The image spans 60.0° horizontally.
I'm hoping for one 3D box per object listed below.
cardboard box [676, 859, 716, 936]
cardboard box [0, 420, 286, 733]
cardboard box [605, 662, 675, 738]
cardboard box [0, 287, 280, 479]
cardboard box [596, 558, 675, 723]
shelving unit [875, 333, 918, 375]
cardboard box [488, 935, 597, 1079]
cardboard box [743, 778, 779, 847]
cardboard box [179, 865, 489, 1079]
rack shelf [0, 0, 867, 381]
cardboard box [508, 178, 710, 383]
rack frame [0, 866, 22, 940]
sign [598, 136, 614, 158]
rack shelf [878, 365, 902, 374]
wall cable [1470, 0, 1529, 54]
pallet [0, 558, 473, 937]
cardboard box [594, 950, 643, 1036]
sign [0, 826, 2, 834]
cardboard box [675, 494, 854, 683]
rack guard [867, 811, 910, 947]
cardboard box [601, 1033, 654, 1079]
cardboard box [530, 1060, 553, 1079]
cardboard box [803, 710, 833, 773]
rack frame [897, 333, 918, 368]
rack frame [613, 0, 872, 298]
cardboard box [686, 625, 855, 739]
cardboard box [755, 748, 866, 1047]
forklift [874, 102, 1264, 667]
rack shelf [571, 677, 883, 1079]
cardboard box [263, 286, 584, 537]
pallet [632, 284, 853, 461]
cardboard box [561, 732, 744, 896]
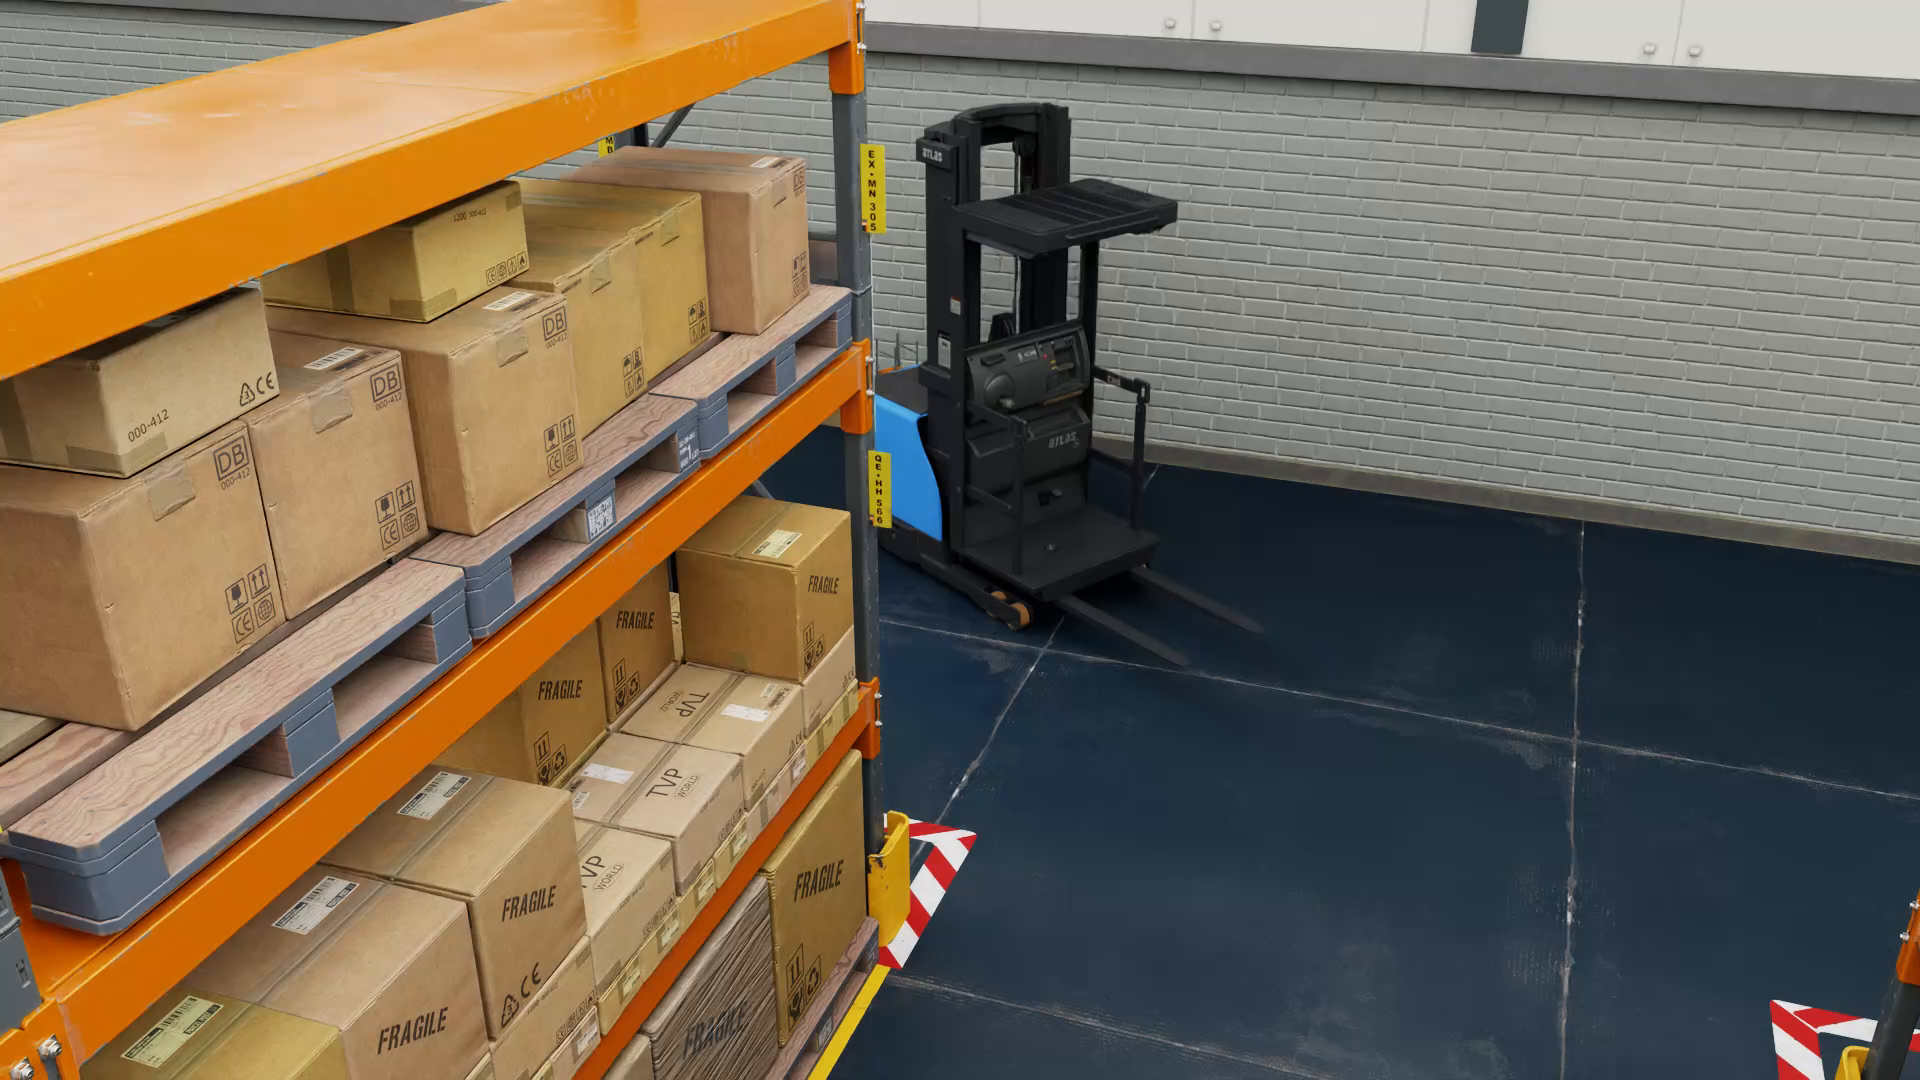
[{"bbox_3d":[-1.061,1.176,5.666,0.380,0.149,0.250,9,27,18],"label":"cardboard box"},{"bbox_3d":[-1.956,0.027,3.598,0.700,0.500,0.500,7,27,14],"label":"cardboard box"},{"bbox_3d":[-1.410,0.649,6.298,0.500,0.250,0.500,8,27,17],"label":"cardboard box"},{"bbox_3d":[-1.840,-0.366,3.549,0.500,0.250,0.500,7,27,14],"label":"cardboard box"},{"bbox_3d":[-1.409,0.302,6.154,0.500,0.500,0.500,8,27,16],"label":"cardboard box"},{"bbox_3d":[-0.432,-0.822,11.571,0.189,1.200,0.258,-19,32,-34],"label":"shelving unit"},{"bbox_3d":[-1.419,1.348,4.855,0.500,0.250,0.500,9,27,19],"label":"cardboard box"},{"bbox_3d":[-0.890,0.963,6.107,0.380,0.149,0.250,9,27,18],"label":"cardboard box"},{"bbox_3d":[-1.588,1.222,4.255,0.500,0.500,0.500,9,27,17],"label":"cardboard box"},{"bbox_3d":[-1.494,-1.032,4.339,1.077,0.370,4.000,9,27,17],"label":"rack shelf"},{"bbox_3d":[-1.252,-0.851,5.412,0.700,0.500,0.500,8,27,16],"label":"cardboard box"},{"bbox_3d":[-2.160,-0.714,2.398,1.000,3.000,0.127,9,27,17],"label":"rack frame"},{"bbox_3d":[-1.350,-1.519,6.410,0.100,0.325,0.005,9,27,17],"label":"sign"},{"bbox_3d":[-0.432,-1.106,11.433,0.180,0.103,0.258,-19,32,-34],"label":"rack shelf"},{"bbox_3d":[4.303,-5.629,8.859,2.277,5.999,0.120,9,27,17],"label":"wall cable"},{"bbox_3d":[-1.877,0.342,3.762,1.003,0.211,1.213,9,27,17],"label":"pallet"},{"bbox_3d":[-1.230,1.385,5.235,0.380,0.149,0.250,8,27,16],"label":"cardboard box"},{"bbox_3d":[-1.645,0.337,2.716,0.100,0.325,0.005,9,27,17],"label":"sign"},{"bbox_3d":[-0.743,0.177,6.412,0.500,0.500,0.500,9,27,18],"label":"cardboard box"},{"bbox_3d":[-0.820,1.458,7.665,1.175,0.500,0.348,9,27,17],"label":"rack guard"},{"bbox_3d":[-1.565,2.124,5.377,0.875,0.875,0.875,9,27,17],"label":"cardboard box"},{"bbox_3d":[-1.402,1.596,4.799,0.380,0.149,0.250,8,27,17],"label":"cardboard box"},{"bbox_3d":[-0.721,0.757,6.533,0.380,0.149,0.250,9,27,18],"label":"cardboard box"},{"bbox_3d":[-0.360,-0.847,11.622,0.006,1.200,0.240,-19,32,-34],"label":"rack frame"},{"bbox_3d":[-0.828,-2.357,5.793,1.000,3.000,0.127,9,27,17],"label":"rack frame"},{"bbox_3d":[-0.739,0.514,6.577,0.500,0.250,0.500,8,27,17],"label":"cardboard box"},{"bbox_3d":[-0.966,1.385,6.904,0.875,0.875,0.875,9,27,17],"label":"cardboard box"},{"bbox_3d":[0.558,-1.018,9.988,1.130,2.935,3.031,-19,32,-34],"label":"forklift"},{"bbox_3d":[-1.494,1.488,5.559,1.077,0.370,4.000,9,27,17],"label":"rack shelf"},{"bbox_3d":[-1.465,-0.387,4.455,0.700,0.500,0.500,10,28,20],"label":"cardboard box"},{"bbox_3d":[-1.065,-0.661,5.833,1.003,0.211,1.213,9,27,17],"label":"pallet"},{"bbox_3d":[-1.078,0.932,5.715,0.500,0.250,0.500,8,27,16],"label":"cardboard box"}]
